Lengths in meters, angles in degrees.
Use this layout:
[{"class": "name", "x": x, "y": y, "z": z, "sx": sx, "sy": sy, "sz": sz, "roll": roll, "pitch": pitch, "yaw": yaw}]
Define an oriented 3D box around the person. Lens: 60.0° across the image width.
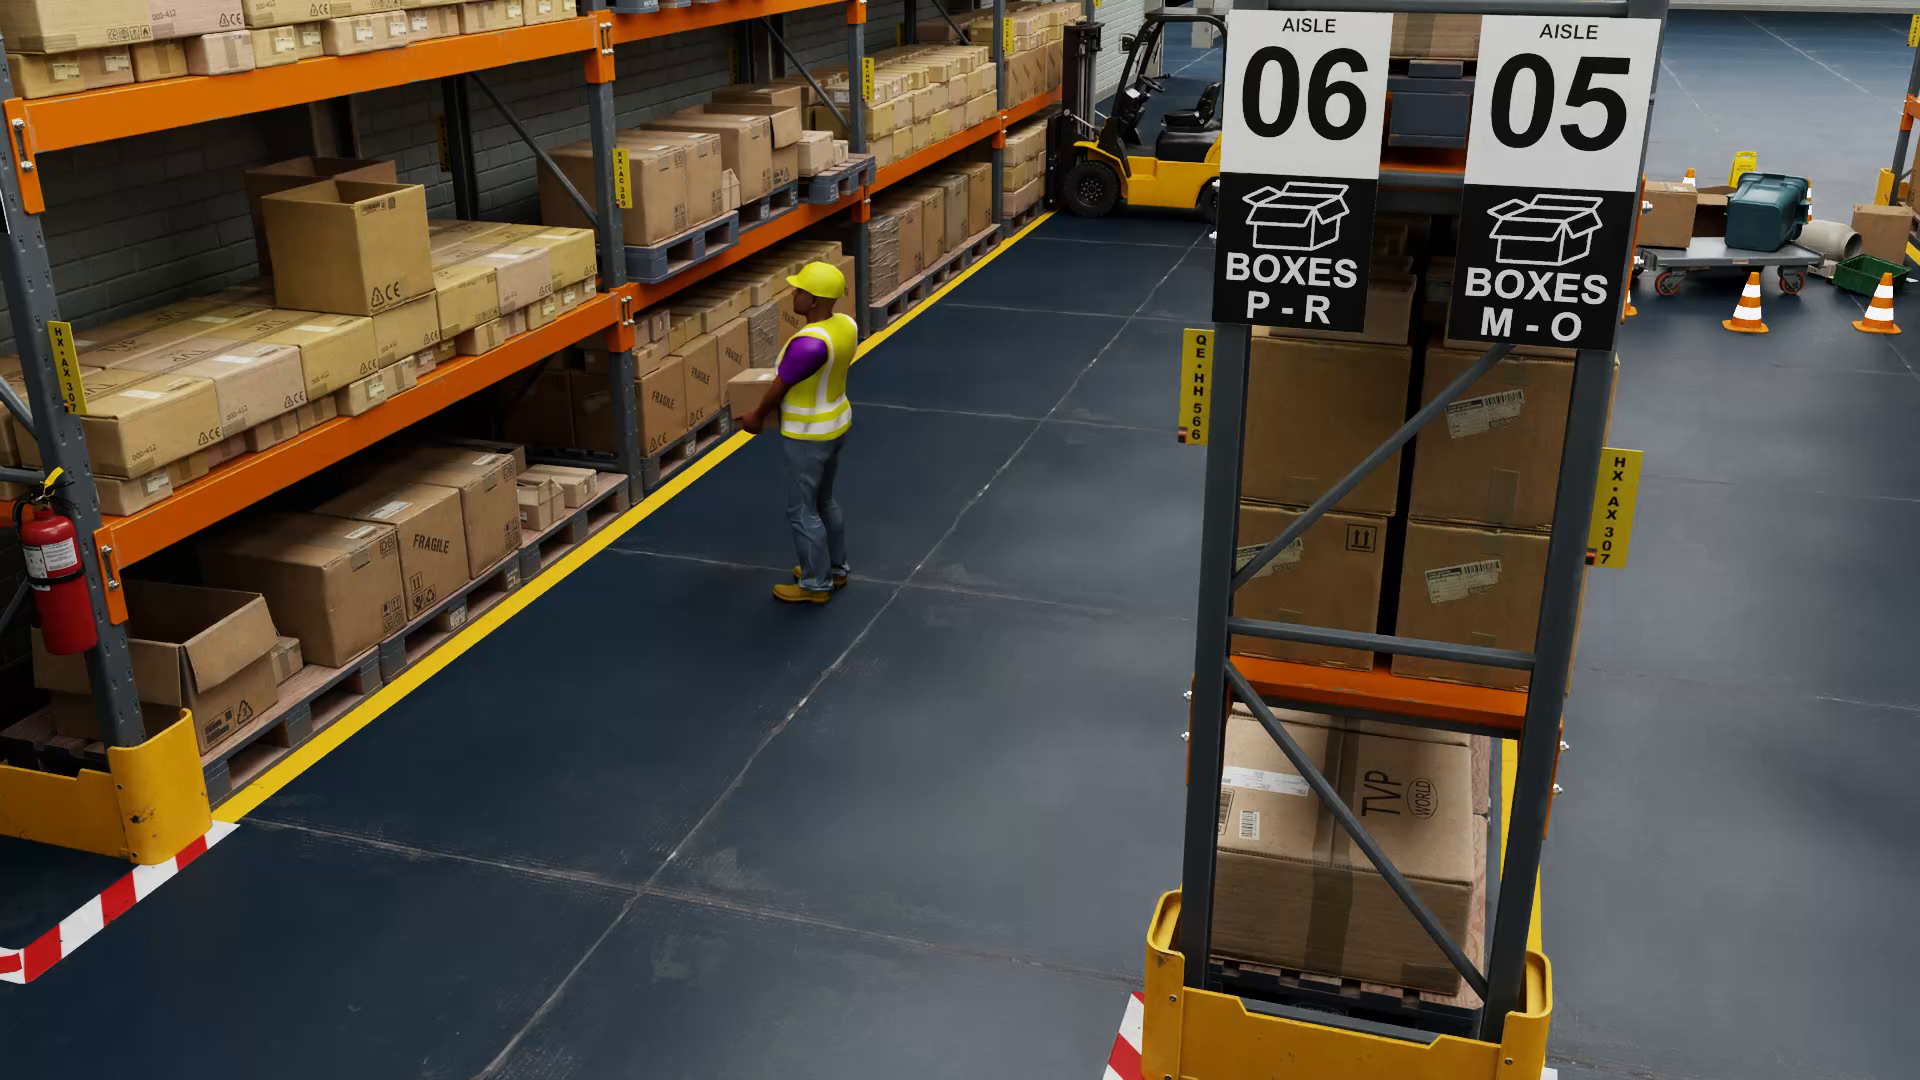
[{"class": "person", "x": -0.818, "y": -0.555, "z": 8.440, "sx": 0.541, "sy": 1.770, "sz": 0.548, "roll": 6, "pitch": 23, "yaw": 15}]
